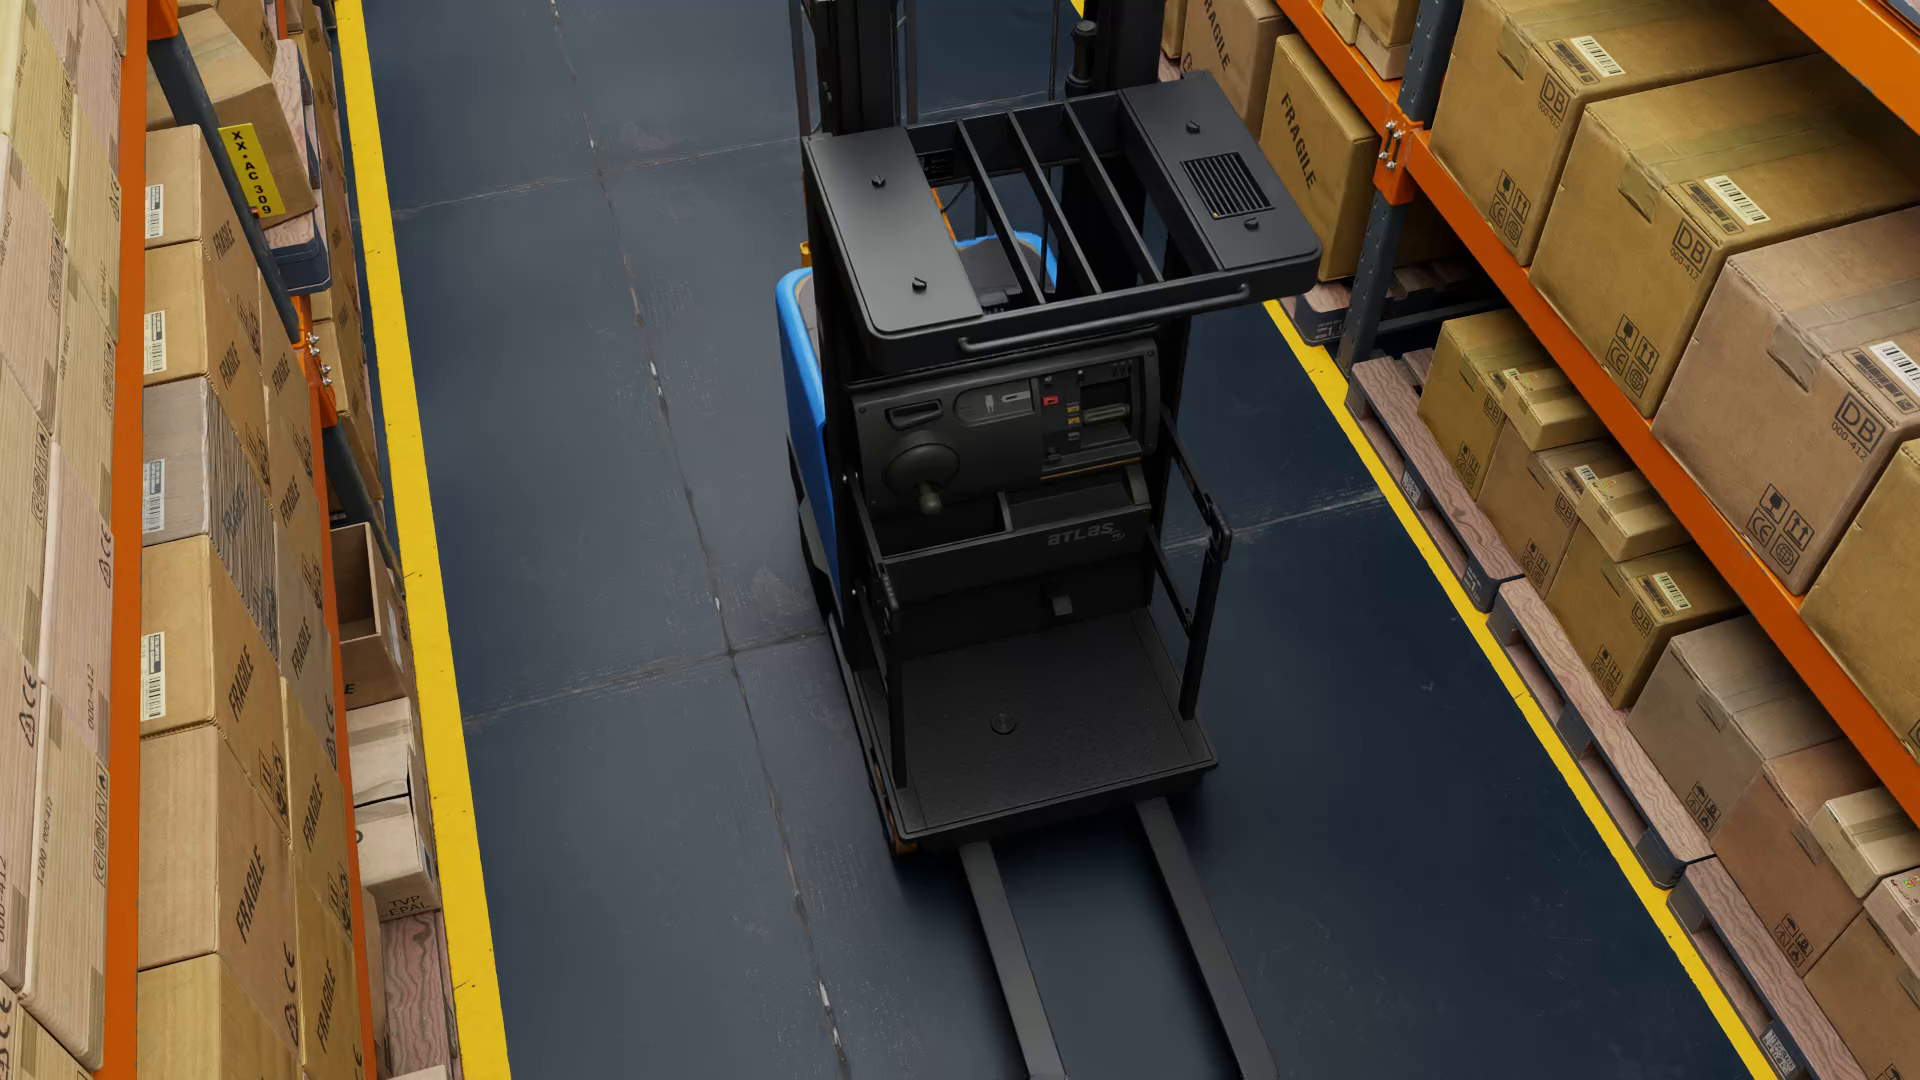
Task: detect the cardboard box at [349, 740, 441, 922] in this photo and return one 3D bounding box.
[{"bbox_3d":[-1.954,0.941,5.255,0.500,0.311,0.500,-13,51,-11],"label":"cardboard box"}]

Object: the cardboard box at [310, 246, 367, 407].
[{"bbox_3d":[-2.694,-0.815,6.612,0.500,0.500,0.500,-13,51,-10],"label":"cardboard box"}]

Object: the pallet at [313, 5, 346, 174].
[{"bbox_3d":[-3.614,-2.152,8.216,1.003,0.211,1.213,-13,51,-11],"label":"pallet"}]

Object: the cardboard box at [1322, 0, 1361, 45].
[{"bbox_3d":[1.648,-2.093,6.494,0.380,0.149,0.250,-12,51,-10],"label":"cardboard box"}]

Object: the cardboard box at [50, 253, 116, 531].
[{"bbox_3d":[-1.781,-0.210,2.891,0.500,0.250,0.500,-13,51,-11],"label":"cardboard box"}]

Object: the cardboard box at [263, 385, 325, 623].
[{"bbox_3d":[-2.069,-0.032,4.539,0.500,0.500,0.500,-12,51,-10],"label":"cardboard box"}]

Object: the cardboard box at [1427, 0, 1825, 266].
[{"bbox_3d":[2.260,-1.503,5.648,0.980,0.700,0.700,-13,51,-10],"label":"cardboard box"}]

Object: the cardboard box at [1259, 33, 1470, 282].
[{"bbox_3d":[1.799,-1.694,7.137,0.750,0.750,0.750,-13,51,-11],"label":"cardboard box"}]

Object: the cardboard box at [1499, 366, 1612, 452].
[{"bbox_3d":[2.165,-0.484,5.922,0.380,0.149,0.250,-12,51,-10],"label":"cardboard box"}]

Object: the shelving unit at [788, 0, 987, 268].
[{"bbox_3d":[-0.279,-1.291,6.647,0.587,1.500,1.083,-12,51,-10],"label":"shelving unit"}]

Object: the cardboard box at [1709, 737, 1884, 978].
[{"bbox_3d":[2.848,0.932,5.153,0.700,0.500,0.500,-13,51,-11],"label":"cardboard box"}]

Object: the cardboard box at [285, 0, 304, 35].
[{"bbox_3d":[-3.277,-2.512,7.552,0.500,0.250,0.500,-12,51,-10],"label":"cardboard box"}]

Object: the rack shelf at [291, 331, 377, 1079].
[{"bbox_3d":[-2.024,1.009,4.197,1.077,0.370,4.000,-13,51,-11],"label":"rack shelf"}]

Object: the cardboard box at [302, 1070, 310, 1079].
[{"bbox_3d":[-1.470,1.447,3.293,0.500,0.500,0.500,-14,51,-11],"label":"cardboard box"}]

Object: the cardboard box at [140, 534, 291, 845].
[{"bbox_3d":[-1.768,0.383,3.536,0.500,0.500,0.500,-14,51,-11],"label":"cardboard box"}]

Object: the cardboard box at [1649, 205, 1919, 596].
[{"bbox_3d":[2.695,-0.439,4.752,0.980,0.700,0.700,-16,52,-13],"label":"cardboard box"}]

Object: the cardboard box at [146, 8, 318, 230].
[{"bbox_3d":[-2.542,-1.247,5.289,0.700,0.500,0.500,-30,56,-23],"label":"cardboard box"}]

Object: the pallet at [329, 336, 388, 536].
[{"bbox_3d":[-2.892,-0.370,6.714,1.003,0.211,1.213,-13,51,-11],"label":"pallet"}]

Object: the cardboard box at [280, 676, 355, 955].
[{"bbox_3d":[-1.762,0.714,3.910,0.500,0.500,0.500,-13,51,-10],"label":"cardboard box"}]

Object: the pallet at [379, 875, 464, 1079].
[{"bbox_3d":[-2.049,1.610,5.044,1.003,0.211,1.213,-13,51,-11],"label":"pallet"}]

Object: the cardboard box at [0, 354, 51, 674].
[{"bbox_3d":[-1.631,-0.006,2.392,0.500,0.250,0.500,-13,51,-11],"label":"cardboard box"}]

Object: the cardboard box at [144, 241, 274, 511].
[{"bbox_3d":[-2.065,-0.353,4.156,0.500,0.500,0.500,-14,51,-12],"label":"cardboard box"}]

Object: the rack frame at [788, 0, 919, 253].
[{"bbox_3d":[-0.418,-1.673,6.969,0.500,1.500,0.032,-12,51,-10],"label":"rack frame"}]

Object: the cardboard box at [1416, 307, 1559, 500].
[{"bbox_3d":[2.239,-0.566,6.415,0.700,0.500,0.500,-13,51,-11],"label":"cardboard box"}]

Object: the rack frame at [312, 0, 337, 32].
[{"bbox_3d":[-3.799,-3.605,7.617,1.000,3.000,0.127,-13,51,-11],"label":"rack frame"}]

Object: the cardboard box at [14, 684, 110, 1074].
[{"bbox_3d":[-1.477,0.519,2.276,0.500,0.250,0.500,-13,51,-11],"label":"cardboard box"}]

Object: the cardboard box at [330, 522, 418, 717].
[{"bbox_3d":[-2.176,0.333,5.644,0.500,0.500,0.500,-13,51,-11],"label":"cardboard box"}]

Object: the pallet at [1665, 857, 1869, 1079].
[{"bbox_3d":[2.987,1.448,5.181,1.003,0.211,1.213,-13,51,-11],"label":"pallet"}]

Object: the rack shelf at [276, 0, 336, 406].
[{"bbox_3d":[-3.207,-1.912,6.660,1.077,0.370,4.000,-13,51,-11],"label":"rack shelf"}]

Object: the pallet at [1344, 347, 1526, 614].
[{"bbox_3d":[2.265,-0.334,6.683,1.003,0.211,1.213,-13,51,-11],"label":"pallet"}]

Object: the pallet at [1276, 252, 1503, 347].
[{"bbox_3d":[1.815,-1.454,7.627,1.003,0.211,1.213,-13,51,-11],"label":"pallet"}]

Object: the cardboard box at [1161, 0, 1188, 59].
[{"bbox_3d":[1.277,-2.962,8.206,0.750,0.750,0.750,-14,51,-11],"label":"cardboard box"}]

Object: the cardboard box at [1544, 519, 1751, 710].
[{"bbox_3d":[2.534,0.177,5.789,0.700,0.500,0.500,-12,51,-10],"label":"cardboard box"}]

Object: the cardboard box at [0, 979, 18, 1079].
[{"bbox_3d":[-1.336,0.725,1.776,0.500,0.250,0.500,-13,51,-11],"label":"cardboard box"}]

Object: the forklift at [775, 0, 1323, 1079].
[{"bbox_3d":[0.208,-0.224,4.811,1.130,2.935,3.031,-12,51,-10],"label":"forklift"}]

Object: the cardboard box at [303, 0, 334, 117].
[{"bbox_3d":[-3.298,-2.311,7.873,0.500,0.500,0.500,-12,51,-10],"label":"cardboard box"}]

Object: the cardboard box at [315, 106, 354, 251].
[{"bbox_3d":[-2.984,-1.551,7.232,0.500,0.500,0.500,-15,52,-12],"label":"cardboard box"}]

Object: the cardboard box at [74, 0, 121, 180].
[{"bbox_3d":[-2.080,-0.939,3.506,0.500,0.250,0.500,-13,51,-11],"label":"cardboard box"}]

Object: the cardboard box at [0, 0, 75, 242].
[{"bbox_3d":[-1.922,-0.737,3.009,0.500,0.250,0.500,-13,51,-11],"label":"cardboard box"}]

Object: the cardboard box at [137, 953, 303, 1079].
[{"bbox_3d":[-1.474,1.120,2.914,0.500,0.500,0.500,-13,51,-11],"label":"cardboard box"}]

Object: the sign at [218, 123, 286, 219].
[{"bbox_3d":[-2.100,-1.091,4.931,0.100,0.325,0.005,-13,51,-11],"label":"sign"}]

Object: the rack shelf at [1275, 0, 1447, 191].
[{"bbox_3d":[1.524,-3.035,7.607,1.077,0.370,4.000,-13,51,-11],"label":"rack shelf"}]

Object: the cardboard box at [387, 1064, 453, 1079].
[{"bbox_3d":[-1.618,1.791,4.578,0.500,0.250,0.500,-13,51,-11],"label":"cardboard box"}]

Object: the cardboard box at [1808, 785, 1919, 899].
[{"bbox_3d":[2.707,0.849,4.798,0.380,0.149,0.250,-12,51,-10],"label":"cardboard box"}]

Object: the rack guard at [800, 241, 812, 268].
[{"bbox_3d":[-0.413,-1.255,7.435,0.587,0.250,0.087,-12,51,-10],"label":"rack guard"}]

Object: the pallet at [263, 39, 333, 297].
[{"bbox_3d":[-2.748,-1.230,5.740,1.003,0.211,1.213,-13,51,-11],"label":"pallet"}]
